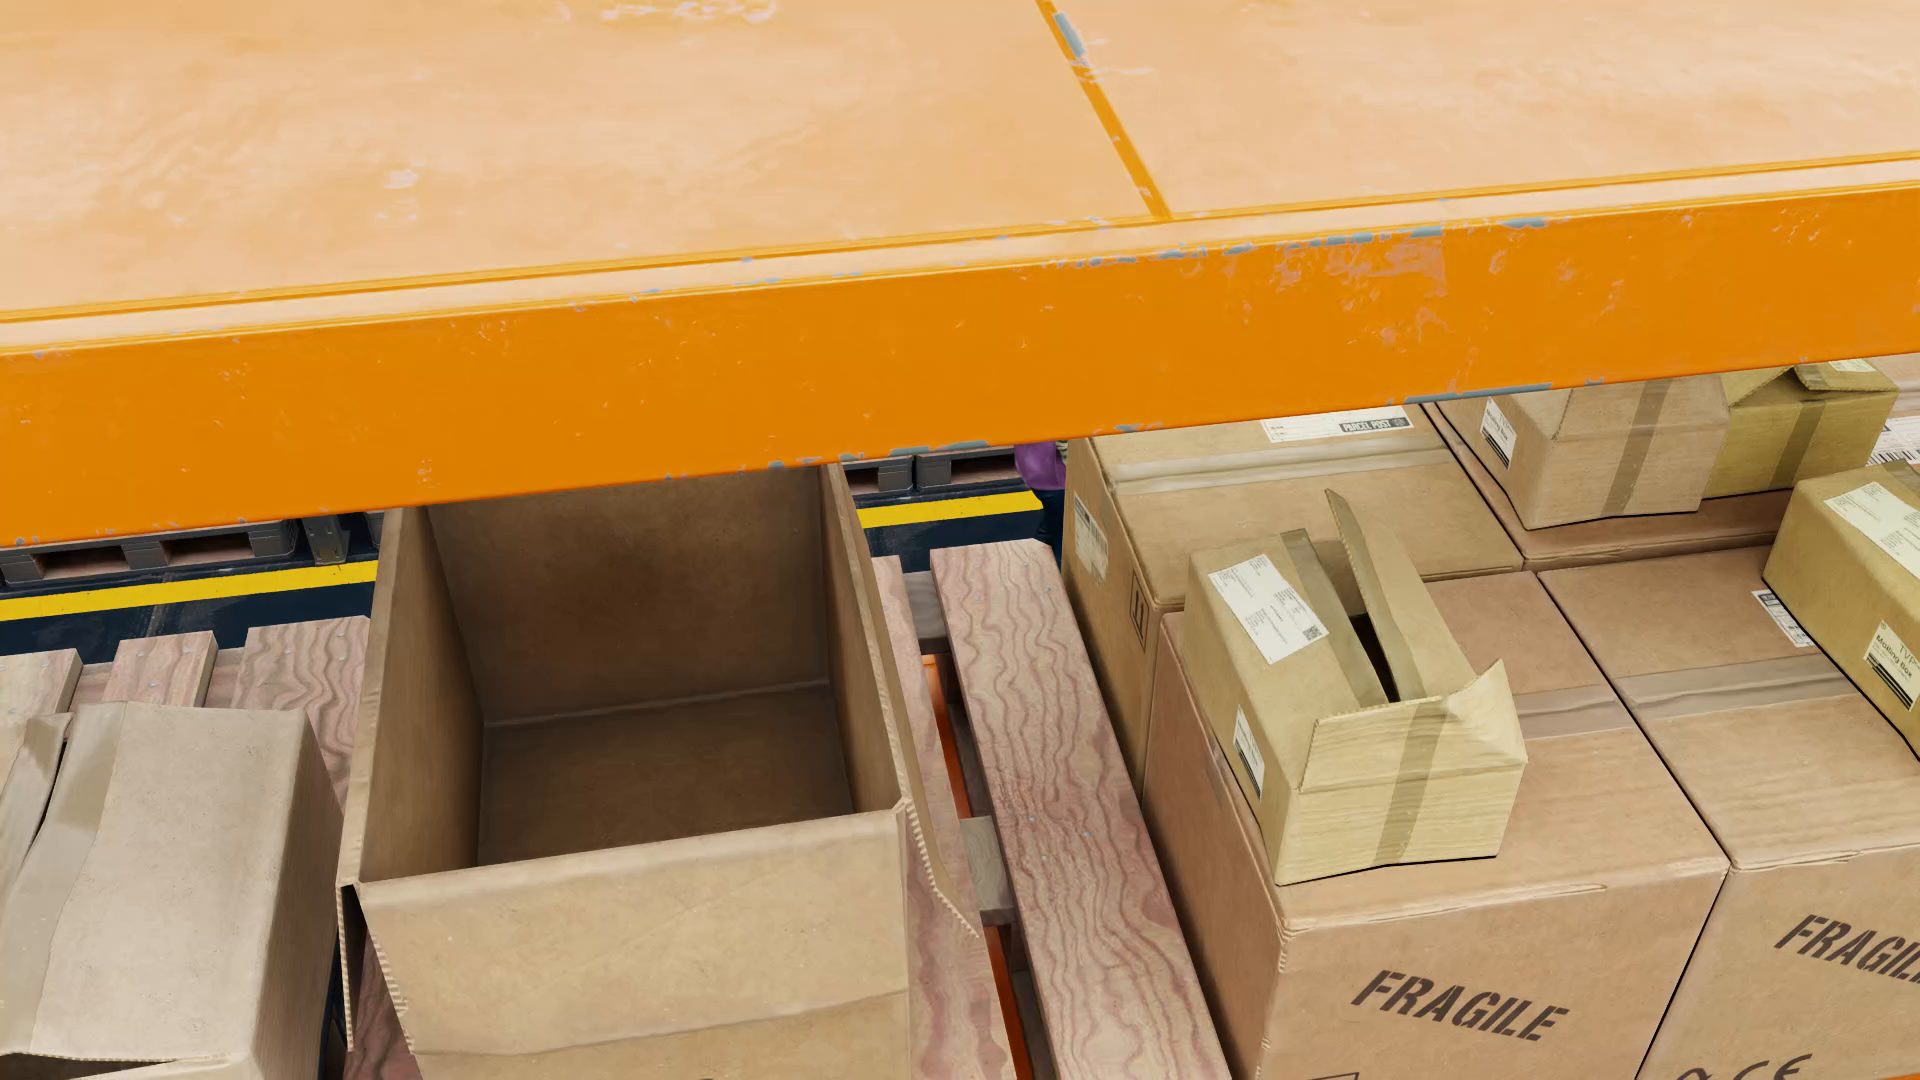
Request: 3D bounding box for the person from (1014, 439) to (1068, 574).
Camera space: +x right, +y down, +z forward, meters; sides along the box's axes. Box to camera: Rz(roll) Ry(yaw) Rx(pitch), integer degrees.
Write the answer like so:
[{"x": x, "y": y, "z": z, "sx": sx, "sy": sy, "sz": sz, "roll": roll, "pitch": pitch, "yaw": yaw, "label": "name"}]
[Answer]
[{"x": 0.393, "y": -0.288, "z": 6.517, "sx": 0.344, "sy": 1.593, "sz": 0.484, "roll": -9, "pitch": 40, "yaw": -10, "label": "person"}]
